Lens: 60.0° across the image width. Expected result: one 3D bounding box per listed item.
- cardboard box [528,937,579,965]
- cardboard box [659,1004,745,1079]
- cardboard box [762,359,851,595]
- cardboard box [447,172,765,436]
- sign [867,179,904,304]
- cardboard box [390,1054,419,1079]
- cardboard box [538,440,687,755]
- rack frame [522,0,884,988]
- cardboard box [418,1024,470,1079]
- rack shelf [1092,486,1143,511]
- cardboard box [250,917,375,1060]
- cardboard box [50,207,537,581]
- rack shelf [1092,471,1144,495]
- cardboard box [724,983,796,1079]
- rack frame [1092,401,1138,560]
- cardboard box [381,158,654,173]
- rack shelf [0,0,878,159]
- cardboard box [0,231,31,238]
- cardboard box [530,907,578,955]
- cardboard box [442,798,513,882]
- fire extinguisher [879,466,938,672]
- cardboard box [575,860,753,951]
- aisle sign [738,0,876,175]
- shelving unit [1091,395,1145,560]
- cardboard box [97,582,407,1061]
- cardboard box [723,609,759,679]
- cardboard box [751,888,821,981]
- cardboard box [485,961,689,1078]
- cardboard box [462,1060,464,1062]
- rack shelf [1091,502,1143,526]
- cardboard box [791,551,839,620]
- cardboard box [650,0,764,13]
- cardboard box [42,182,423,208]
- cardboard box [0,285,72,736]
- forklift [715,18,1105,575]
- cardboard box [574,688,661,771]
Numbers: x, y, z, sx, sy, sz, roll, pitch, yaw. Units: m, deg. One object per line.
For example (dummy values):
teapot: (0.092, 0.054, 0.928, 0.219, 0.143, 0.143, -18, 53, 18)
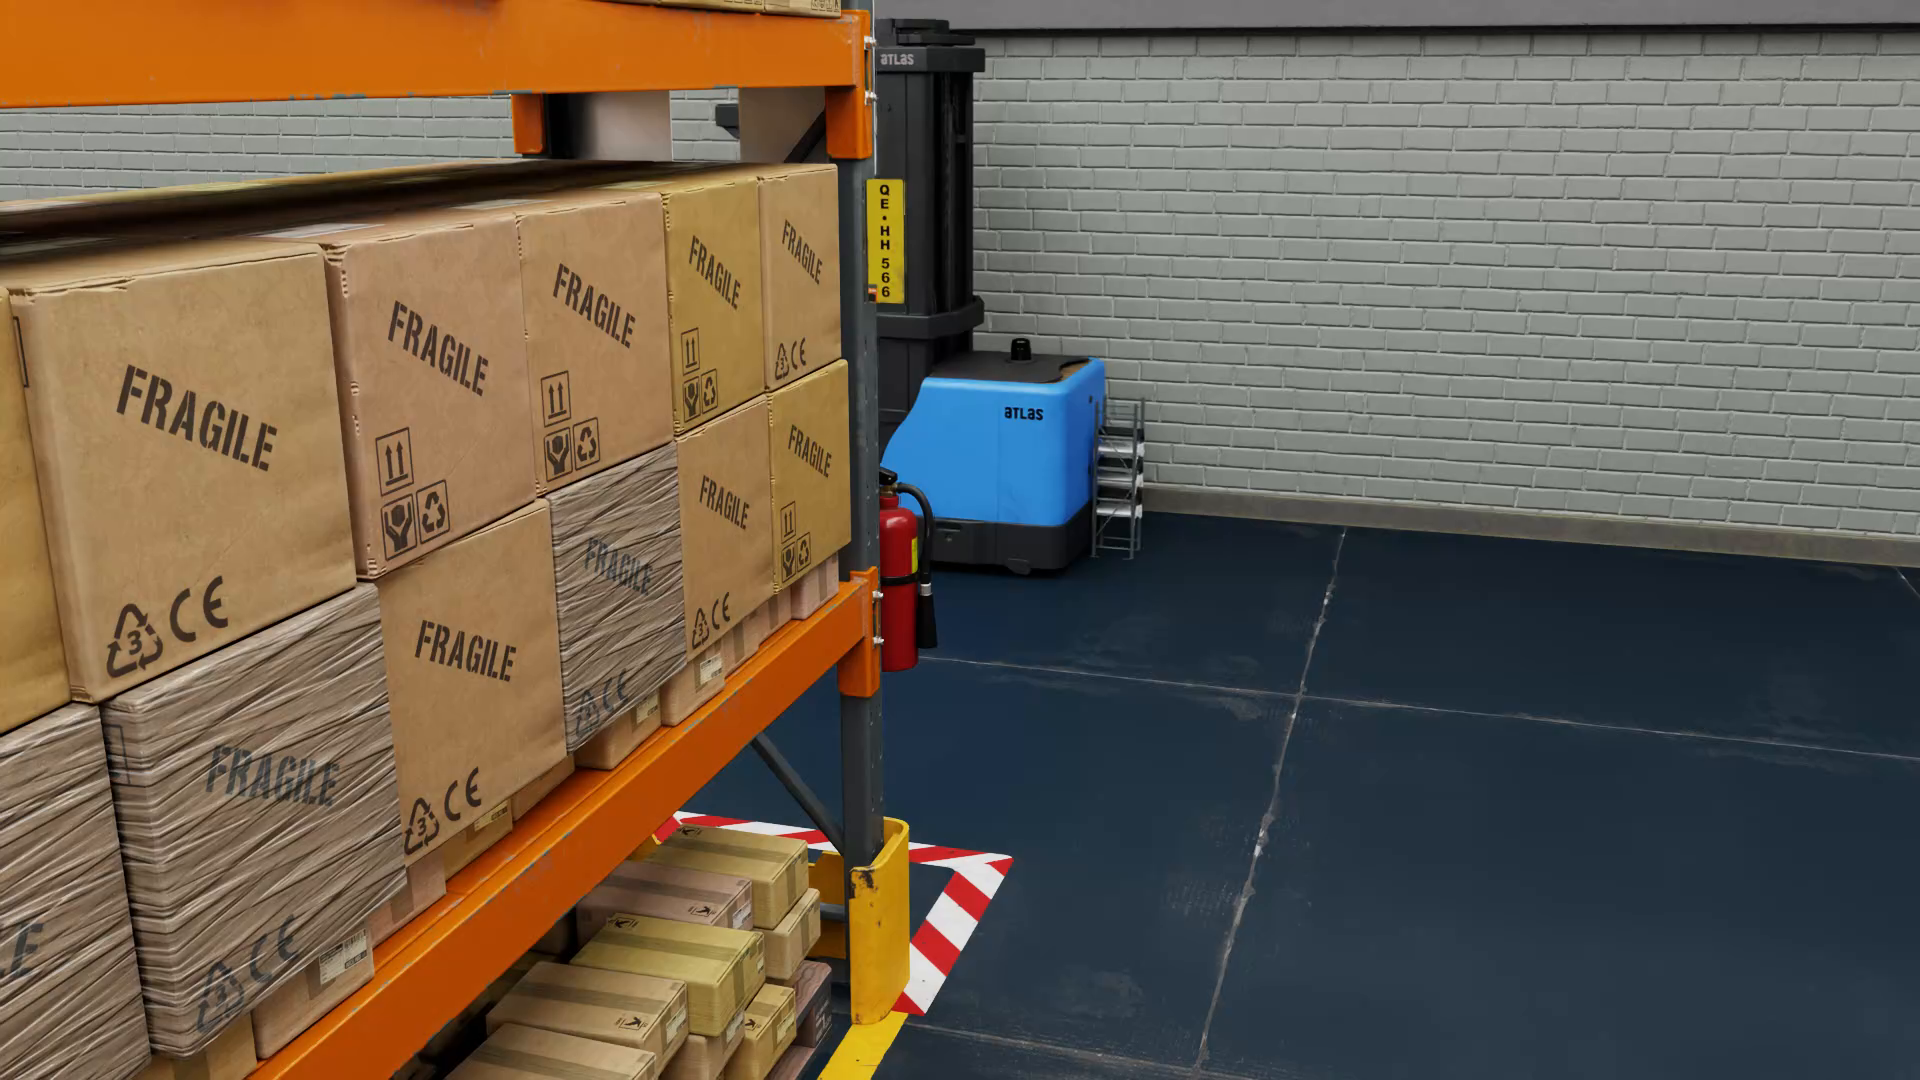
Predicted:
cardboard box: (-1.252, 1.076, 4.450, 0.380, 0.149, 0.250, 5, 16, 16)
cardboard box: (-0.747, 1.187, 4.056, 0.380, 0.149, 0.250, 4, 16, 14)
cardboard box: (-0.606, -0.189, 4.270, 0.500, 0.500, 0.500, 5, 17, 17)
cardboard box: (-0.760, -0.536, 3.661, 0.500, 0.500, 0.500, 4, 16, 14)
sign: (-0.198, -0.796, 4.438, 0.100, 0.325, 0.005, 5, 16, 16)
cardboard box: (-1.436, 1.139, 3.680, 0.380, 0.149, 0.250, 5, 17, 18)
cardboard box: (-0.892, 0.079, 3.326, 0.500, 0.500, 0.500, 5, 16, 16)
rack frame: (-0.725, -0.135, 4.809, 1.000, 3.000, 0.127, 5, 16, 16)
cardboard box: (-1.413, 1.205, 3.993, 0.380, 0.149, 0.250, 5, 17, 18)
rack shelf: (0.897, -0.236, 9.466, 0.258, 0.077, 0.200, 5, 17, 16)
cardboard box: (-1.140, 0.635, 2.554, 0.380, 0.149, 0.250, 5, 17, 18)
cardboard box: (-1.047, -0.261, 2.690, 0.500, 0.500, 0.500, 4, 16, 14)
rack shelf: (0.897, -0.323, 9.441, 0.258, 0.077, 0.200, 5, 17, 16)
cardboard box: (-0.650, 1.263, 4.334, 0.380, 0.149, 0.250, 5, 17, 18)
rack frame: (0.868, -0.328, 9.338, 0.240, 0.900, 0.006, 5, 17, 16)
cardboard box: (-1.107, -0.711, 4.277, 0.500, 0.500, 0.500, 5, 16, 16)
rack shelf: (-1.293, -0.709, 2.653, 1.077, 0.370, 4.000, 5, 16, 16)
cardboard box: (-1.686, -0.173, 2.383, 0.500, 0.500, 0.500, 5, 17, 17)
cardboard box: (-1.162, 0.940, 4.382, 0.380, 0.149, 0.250, 5, 17, 17)
cardboard box: (-1.057, 0.494, 3.052, 0.380, 0.149, 0.250, 5, 17, 17)
fire extinguisher: (-0.211, 0.051, 4.977, 0.296, 0.674, 0.183, 5, 16, 16)
cardboard box: (-0.759, 0.967, 4.286, 0.380, 0.149, 0.250, 5, 17, 17)
aisle sign: (-0.416, -1.382, 4.440, 0.394, 0.787, 0.004, 5, 16, 16)
shelving unit: (0.897, -0.355, 9.432, 0.258, 0.900, 0.210, 5, 17, 16)
cardboard box: (-1.168, 0.351, 2.367, 0.500, 0.500, 0.500, 4, 16, 15)
cardboard box: (-0.710, 0.222, 4.011, 0.380, 0.149, 0.250, 4, 16, 15)
cardboard box: (-0.601, 1.051, 4.536, 0.380, 0.149, 0.250, 4, 16, 14)
cardboard box: (-0.845, 1.108, 3.791, 0.380, 0.149, 0.250, 4, 16, 14)
cardboard box: (-1.418, 1.345, 4.045, 0.380, 0.149, 0.250, 5, 17, 17)
rack shelf: (0.897, -0.150, 9.490, 0.258, 0.077, 0.200, 5, 17, 16)
cardboard box: (-0.546, 0.093, 4.466, 0.380, 0.149, 0.250, 5, 16, 16)
cardboard box: (-0.738, -1.233, 3.456, 0.500, 0.250, 0.500, 5, 16, 16)
cardboard box: (-1.413, -0.444, 3.336, 0.500, 0.500, 0.500, 4, 16, 15)
cardboard box: (-1.367, 0.003, 1.761, 0.500, 0.500, 0.500, 4, 16, 14)
forklift: (-0.721, -1.438, 9.527, 3.031, 2.935, 1.130, 5, 17, 17)
cardboard box: (-0.863, 0.357, 3.534, 0.380, 0.149, 0.250, 4, 16, 13)
